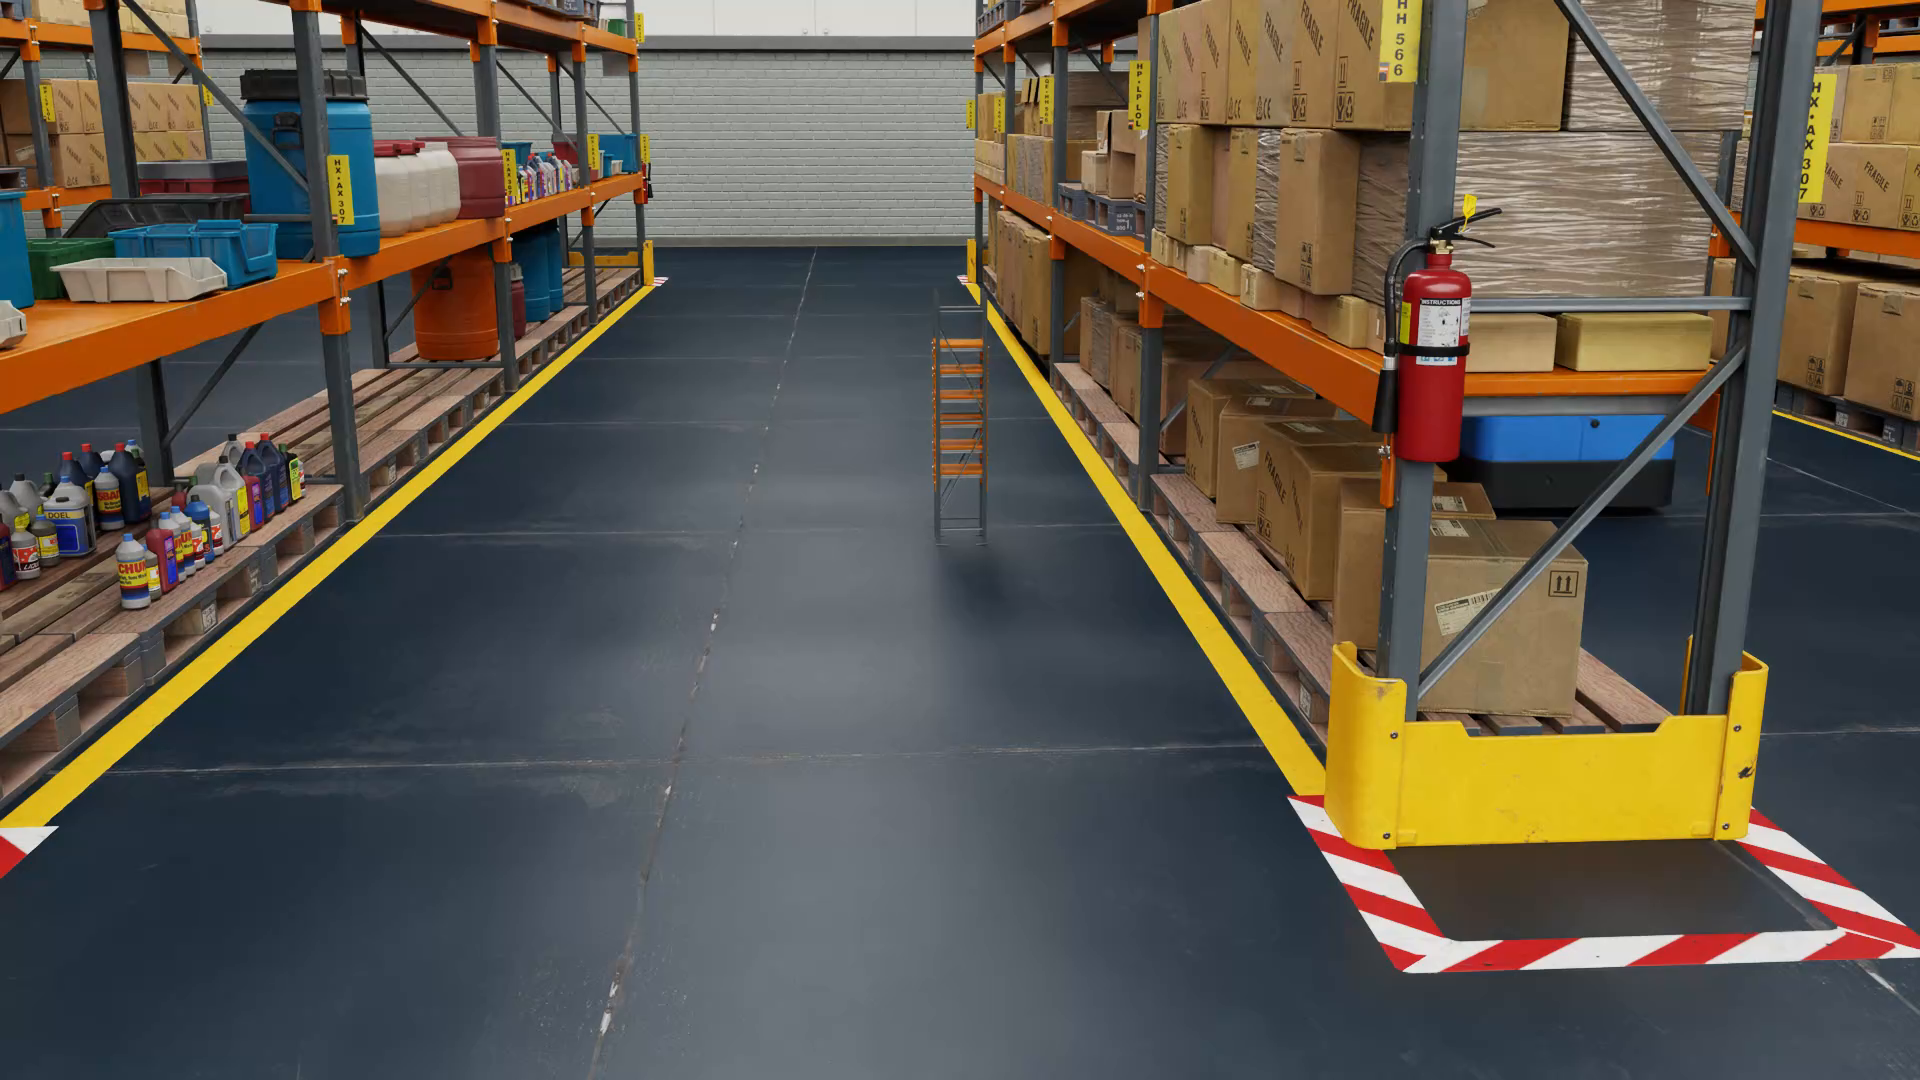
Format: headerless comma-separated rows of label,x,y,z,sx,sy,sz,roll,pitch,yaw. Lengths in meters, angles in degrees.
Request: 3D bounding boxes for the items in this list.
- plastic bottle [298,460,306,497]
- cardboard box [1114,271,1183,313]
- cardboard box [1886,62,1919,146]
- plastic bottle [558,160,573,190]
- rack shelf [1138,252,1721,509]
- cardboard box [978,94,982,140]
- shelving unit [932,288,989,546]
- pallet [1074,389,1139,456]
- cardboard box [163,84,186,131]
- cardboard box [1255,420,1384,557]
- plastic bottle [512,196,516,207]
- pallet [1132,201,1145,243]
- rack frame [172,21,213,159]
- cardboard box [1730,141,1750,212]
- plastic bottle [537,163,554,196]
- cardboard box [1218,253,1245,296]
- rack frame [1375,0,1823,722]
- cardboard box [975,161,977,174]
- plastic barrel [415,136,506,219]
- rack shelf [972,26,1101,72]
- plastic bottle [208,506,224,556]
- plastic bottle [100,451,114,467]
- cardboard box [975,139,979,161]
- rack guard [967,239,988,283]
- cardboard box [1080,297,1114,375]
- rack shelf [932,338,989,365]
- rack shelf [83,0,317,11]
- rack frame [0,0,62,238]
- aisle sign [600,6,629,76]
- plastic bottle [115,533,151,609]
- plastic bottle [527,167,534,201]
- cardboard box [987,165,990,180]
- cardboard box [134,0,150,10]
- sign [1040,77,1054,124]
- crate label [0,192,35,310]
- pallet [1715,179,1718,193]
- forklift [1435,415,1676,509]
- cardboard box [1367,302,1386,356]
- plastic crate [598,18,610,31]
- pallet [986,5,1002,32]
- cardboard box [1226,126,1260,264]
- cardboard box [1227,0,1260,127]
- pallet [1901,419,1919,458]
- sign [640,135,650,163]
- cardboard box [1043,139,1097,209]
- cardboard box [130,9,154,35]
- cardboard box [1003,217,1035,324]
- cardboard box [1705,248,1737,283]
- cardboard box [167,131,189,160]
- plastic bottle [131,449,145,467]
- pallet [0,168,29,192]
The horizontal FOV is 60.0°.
plastic bottle,-3.184,-0.309,7.940,0.097,0.201,0.097,0,14,0
cardboard box,1.293,-1.676,11.147,0.500,0.250,0.500,1,14,3
cardboard box,6.251,-2.700,10.292,0.700,0.500,0.500,-1,14,-4
plastic bottle,-3.666,-3.373,15.365,0.152,0.276,0.135,-1,14,-3
rack shelf,1.550,-0.767,6.432,1.077,0.370,4.000,-1,14,-3
cardboard box,0.474,-4.784,18.800,0.500,0.500,0.500,-1,14,-5
shelving unit,0.001,-0.577,7.863,0.258,1.200,0.189,-1,14,-3
pallet,1.298,-0.760,10.558,1.003,0.211,1.213,-1,14,-3
cardboard box,-8.871,-4.746,18.245,0.500,0.500,0.500,0,14,-2
cardboard box,1.571,-0.210,6.997,0.500,0.500,0.500,-2,15,-8
plastic bottle,-3.498,-2.699,12.745,0.152,0.276,0.135,-1,14,-3
pallet,1.524,-1.712,9.047,1.003,0.211,1.213,-1,14,-3
rack frame,-9.205,-4.445,19.284,1.000,3.000,0.127,-1,14,-3
cardboard box,5.893,-2.592,11.879,0.500,0.500,0.500,-1,14,-3
plastic bottle,-3.604,-3.123,14.394,0.152,0.276,0.135,-1,14,-3
cardboard box,1.245,-1.060,6.632,0.380,0.149,0.250,-1,14,-3
rack frame,1.674,-0.618,4.409,1.000,3.000,0.127,-1,14,-3
cardboard box,0.375,-4.382,19.543,0.380,0.149,0.250,-1,14,-3
plastic barrel,-3.434,-2.486,11.398,0.600,0.536,0.708,-1,14,-3
rack shelf,0.807,-5.204,17.657,1.077,0.370,4.000,-1,14,-3
plastic bottle,-3.117,-0.041,6.900,0.097,0.201,0.097,0,14,0
plastic bottle,-3.888,-0.265,7.618,0.152,0.276,0.135,0,14,-1
cardboard box,0.443,-4.545,19.376,0.500,0.250,0.500,-1,14,-5
rack guard,0.681,-3.393,20.209,1.175,0.500,0.348,-1,14,-3
cardboard box,1.240,-1.444,11.752,0.700,0.500,0.500,-2,15,-6
rack shelf,0.001,-0.883,7.784,0.258,0.103,0.180,-1,14,-3
rack shelf,-3.393,-2.143,5.761,1.077,0.370,4.000,-1,14,-3
rack frame,-8.957,-3.451,15.418,1.000,3.000,0.127,-1,14,-3
aisle sign,-3.973,-5.802,19.341,0.394,0.787,0.004,-1,14,-3
plastic bottle,-3.071,0.111,6.168,0.097,0.271,0.097,0,14,0
plastic bottle,-3.521,-2.898,13.529,0.097,0.271,0.097,0,14,0
cardboard box,0.490,-3.935,17.803,0.380,0.149,0.250,-1,14,-3
cardboard box,-8.860,-5.695,17.419,0.500,0.250,0.500,-1,14,-3
sign,0.625,-3.159,11.961,0.100,0.325,0.005,-1,14,-3
crate label,-3.654,-1.012,5.871,0.502,0.435,0.616,-1,14,-3
pallet,5.984,-2.742,13.048,1.213,0.211,1.003,-1,14,-3
forklift,3.035,-1.889,9.484,1.130,2.935,3.031,-1,14,-2
cardboard box,1.435,-0.626,4.945,0.380,0.149,0.250,-1,14,-3
plastic crate,-3.885,-5.336,17.254,0.437,0.136,0.530,-1,14,-3
pallet,0.818,-5.519,17.614,1.003,0.211,1.213,-1,14,-3
cardboard box,1.509,-1.320,6.339,0.875,0.500,0.500,-1,14,-3
cardboard box,1.305,-1.801,6.202,0.500,0.500,0.500,-1,14,-3
pallet,6.260,-0.505,9.564,1.003,0.211,1.213,-1,14,-3
sign,-3.713,-4.612,19.606,0.100,0.325,0.005,-1,14,-3
cardboard box,0.900,-2.775,12.592,0.500,0.500,0.500,0,14,-2
cardboard box,-8.846,-5.453,17.482,0.500,0.250,0.500,-1,14,-3
cardboard box,1.046,-2.396,14.740,1.225,0.875,0.875,-1,14,-5
cardboard box,5.831,-2.181,13.153,0.500,0.250,0.500,-1,14,-5
cardboard box,-8.870,-4.258,18.354,0.500,0.500,0.500,-1,14,-3
plastic bottle,-3.782,-0.270,7.624,0.061,0.283,0.133,-1,14,-3
pallet,-9.017,-3.157,14.663,1.003,0.211,1.213,-1,14,-3
